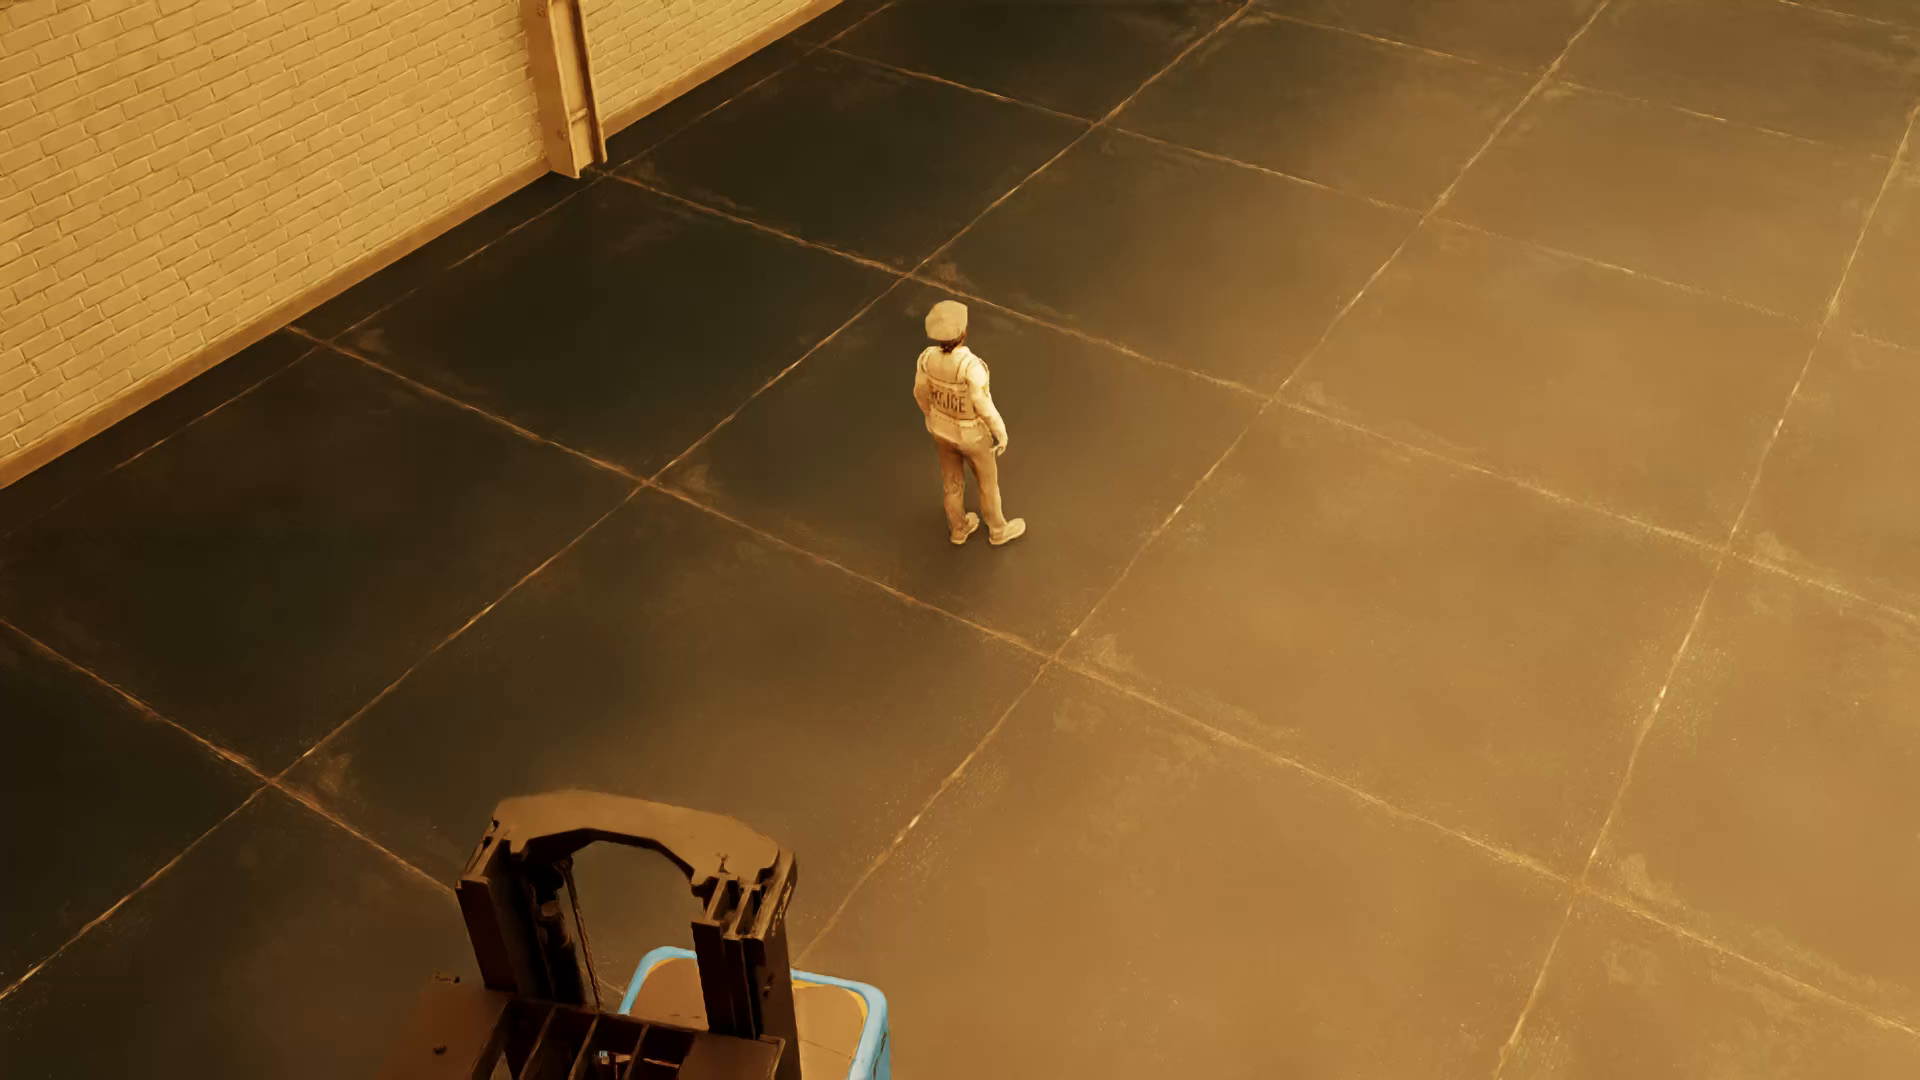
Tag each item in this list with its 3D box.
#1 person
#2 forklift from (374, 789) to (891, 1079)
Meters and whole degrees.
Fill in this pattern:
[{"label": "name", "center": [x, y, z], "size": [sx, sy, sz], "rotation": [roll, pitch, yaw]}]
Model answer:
[{"label": "person", "center": [0.042, -0.686, 9.722], "size": [0.586, 1.695, 0.532], "rotation": [22, 45, 24]}, {"label": "forklift", "center": [-1.086, 2.316, 5.234], "size": [1.130, 2.935, 3.031], "rotation": [8, 41, 9]}]
